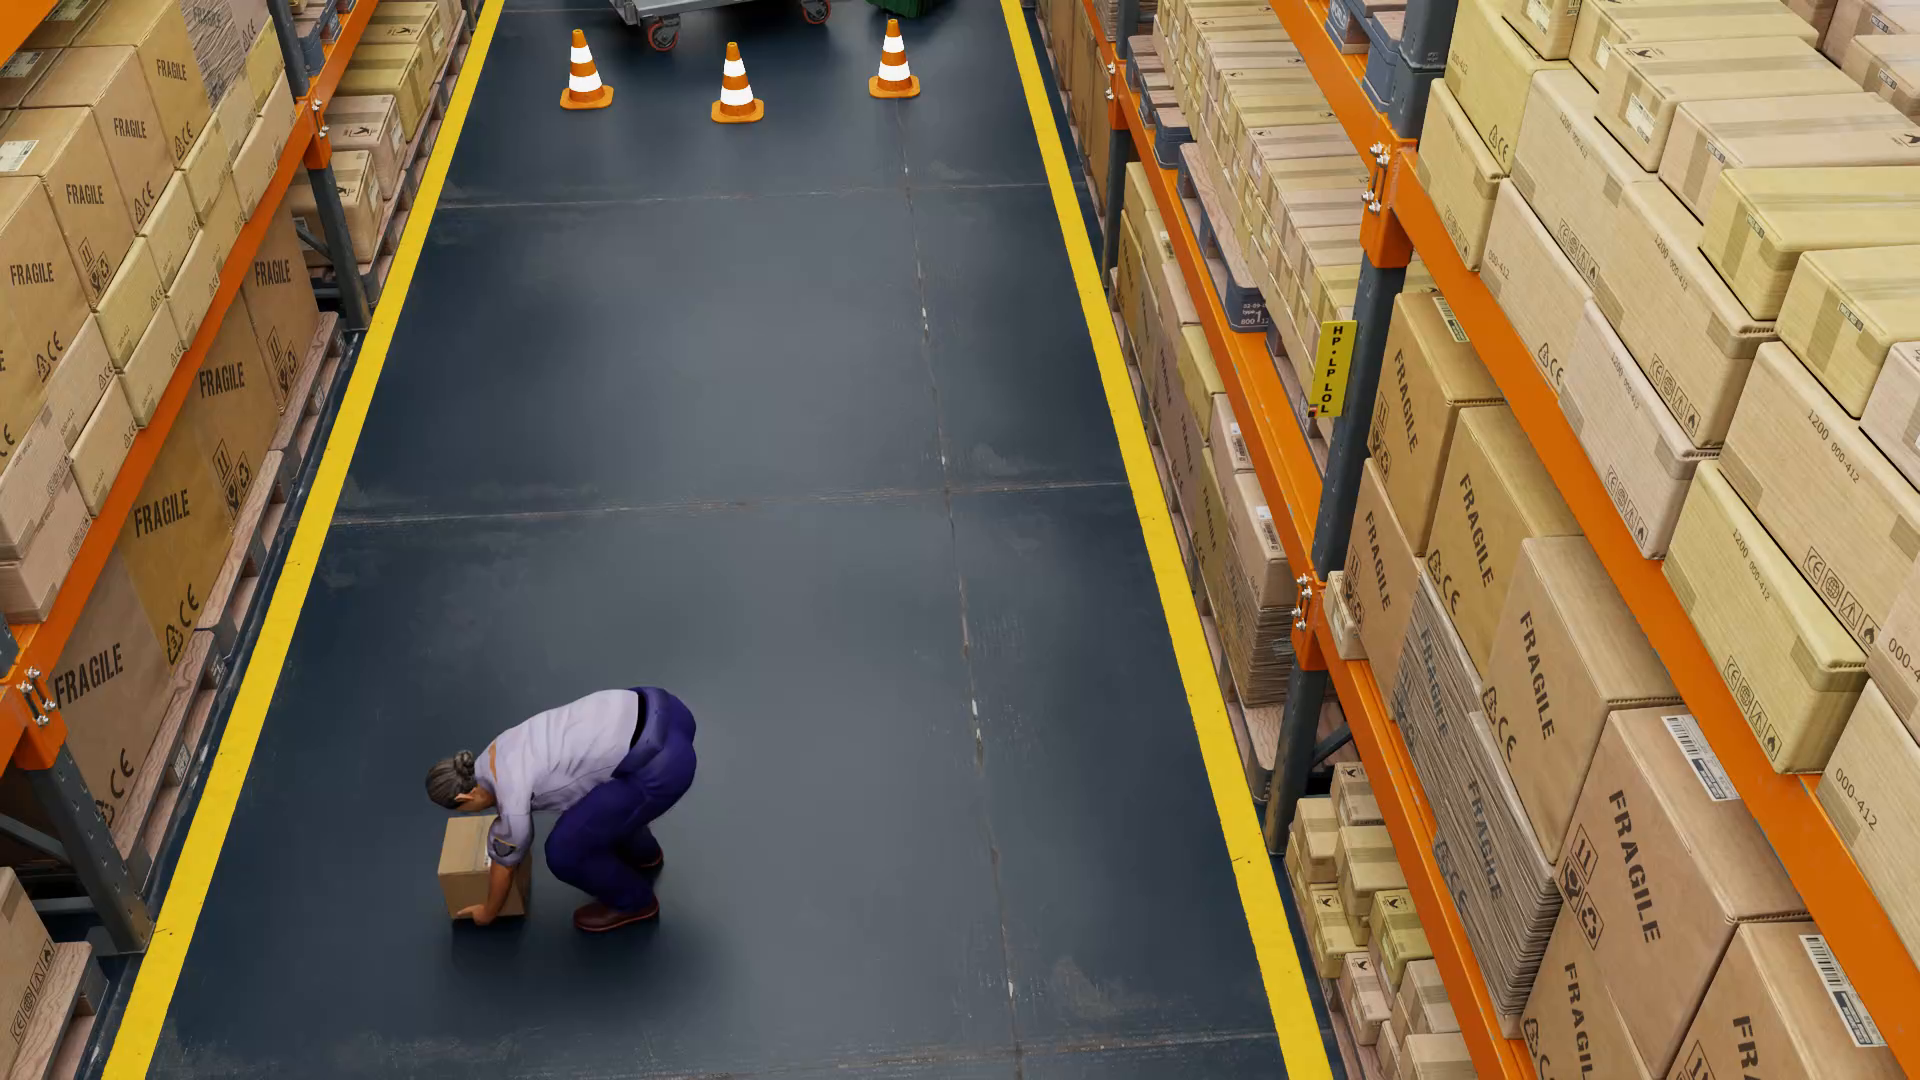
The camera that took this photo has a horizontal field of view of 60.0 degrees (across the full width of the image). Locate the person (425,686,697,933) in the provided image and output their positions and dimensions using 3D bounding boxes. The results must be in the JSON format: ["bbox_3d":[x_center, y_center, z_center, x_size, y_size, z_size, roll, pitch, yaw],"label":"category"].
[{"bbox_3d":[-1.319,0.919,5.652,0.895,0.880,0.496,-5,40,-6],"label":"person"}]
